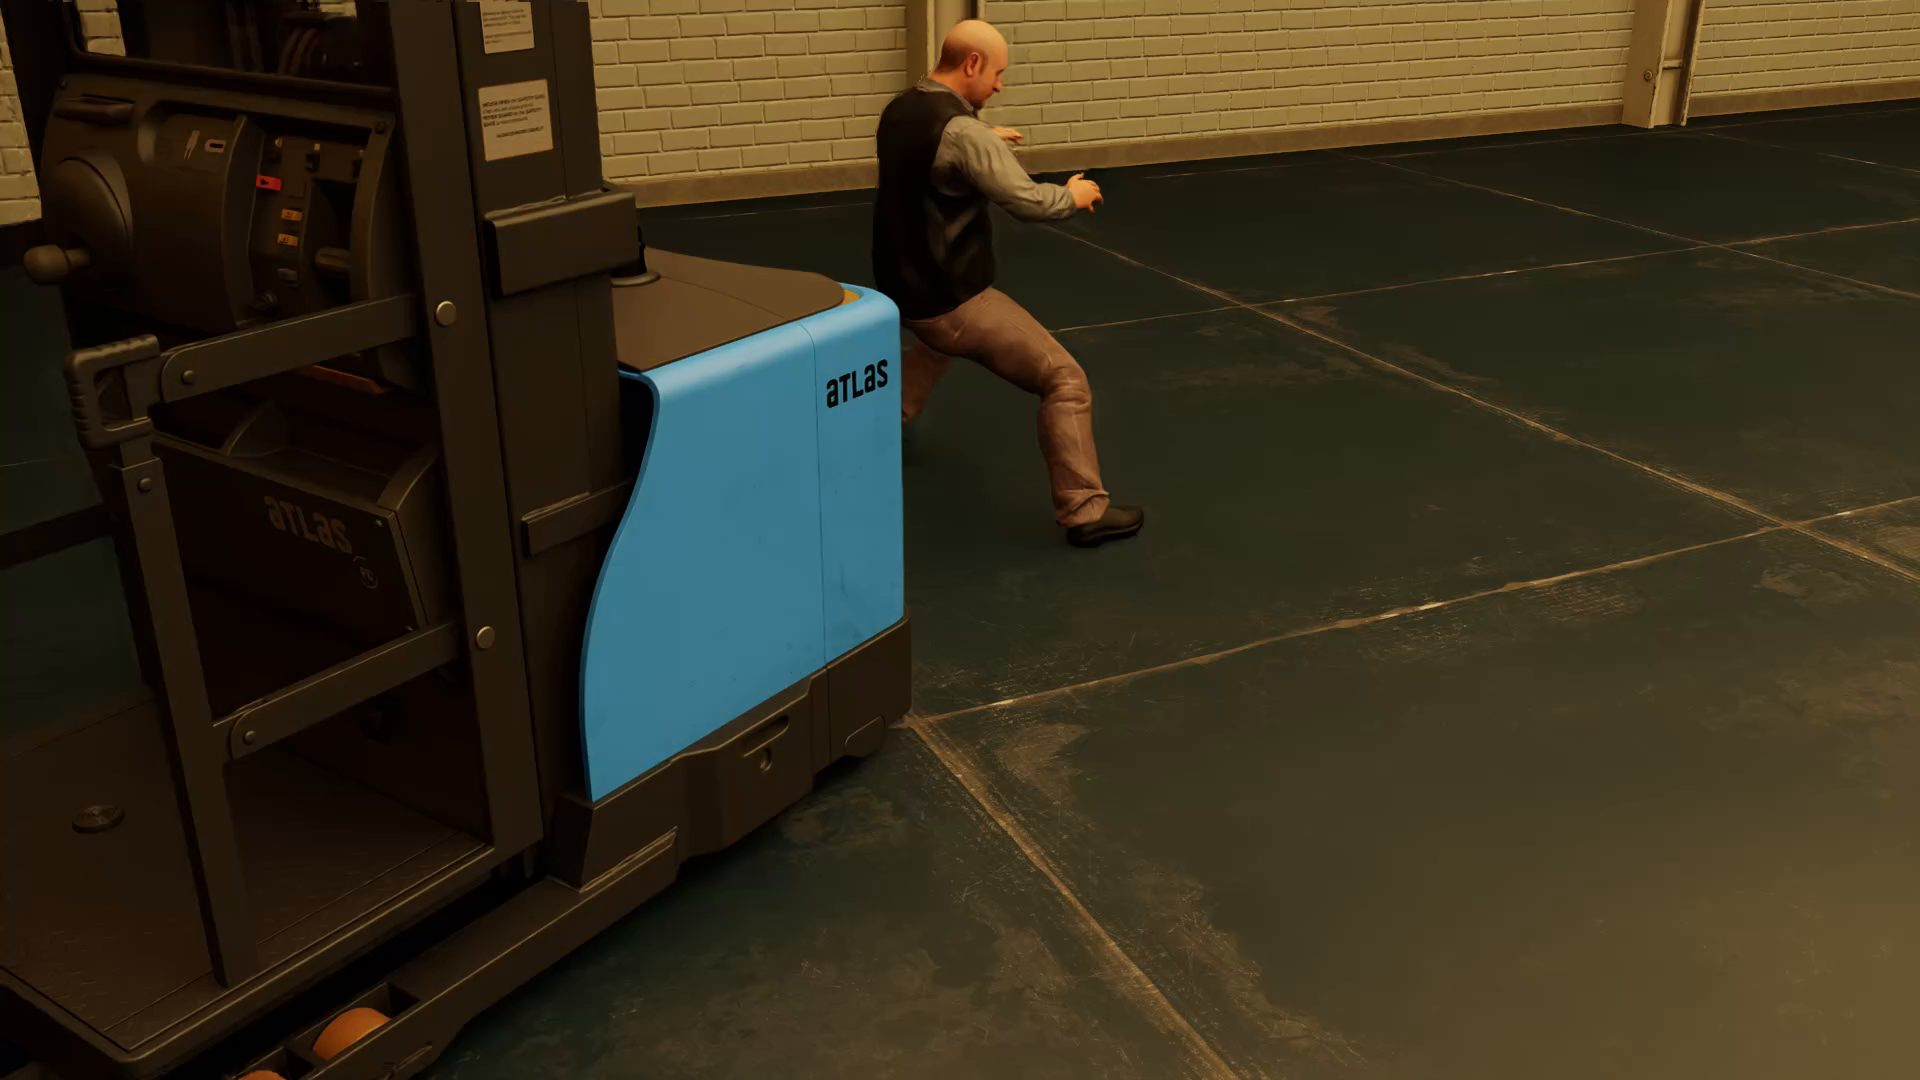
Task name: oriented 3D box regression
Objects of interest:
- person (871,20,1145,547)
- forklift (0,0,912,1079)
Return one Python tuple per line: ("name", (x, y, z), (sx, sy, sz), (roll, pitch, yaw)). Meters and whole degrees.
("person", (0.060, -0.866, 5.243), (0.701, 1.496, 1.213), (-9, 24, -21))
("forklift", (-1.366, -0.542, 2.591), (1.130, 2.935, 3.031), (15, 27, 32))
